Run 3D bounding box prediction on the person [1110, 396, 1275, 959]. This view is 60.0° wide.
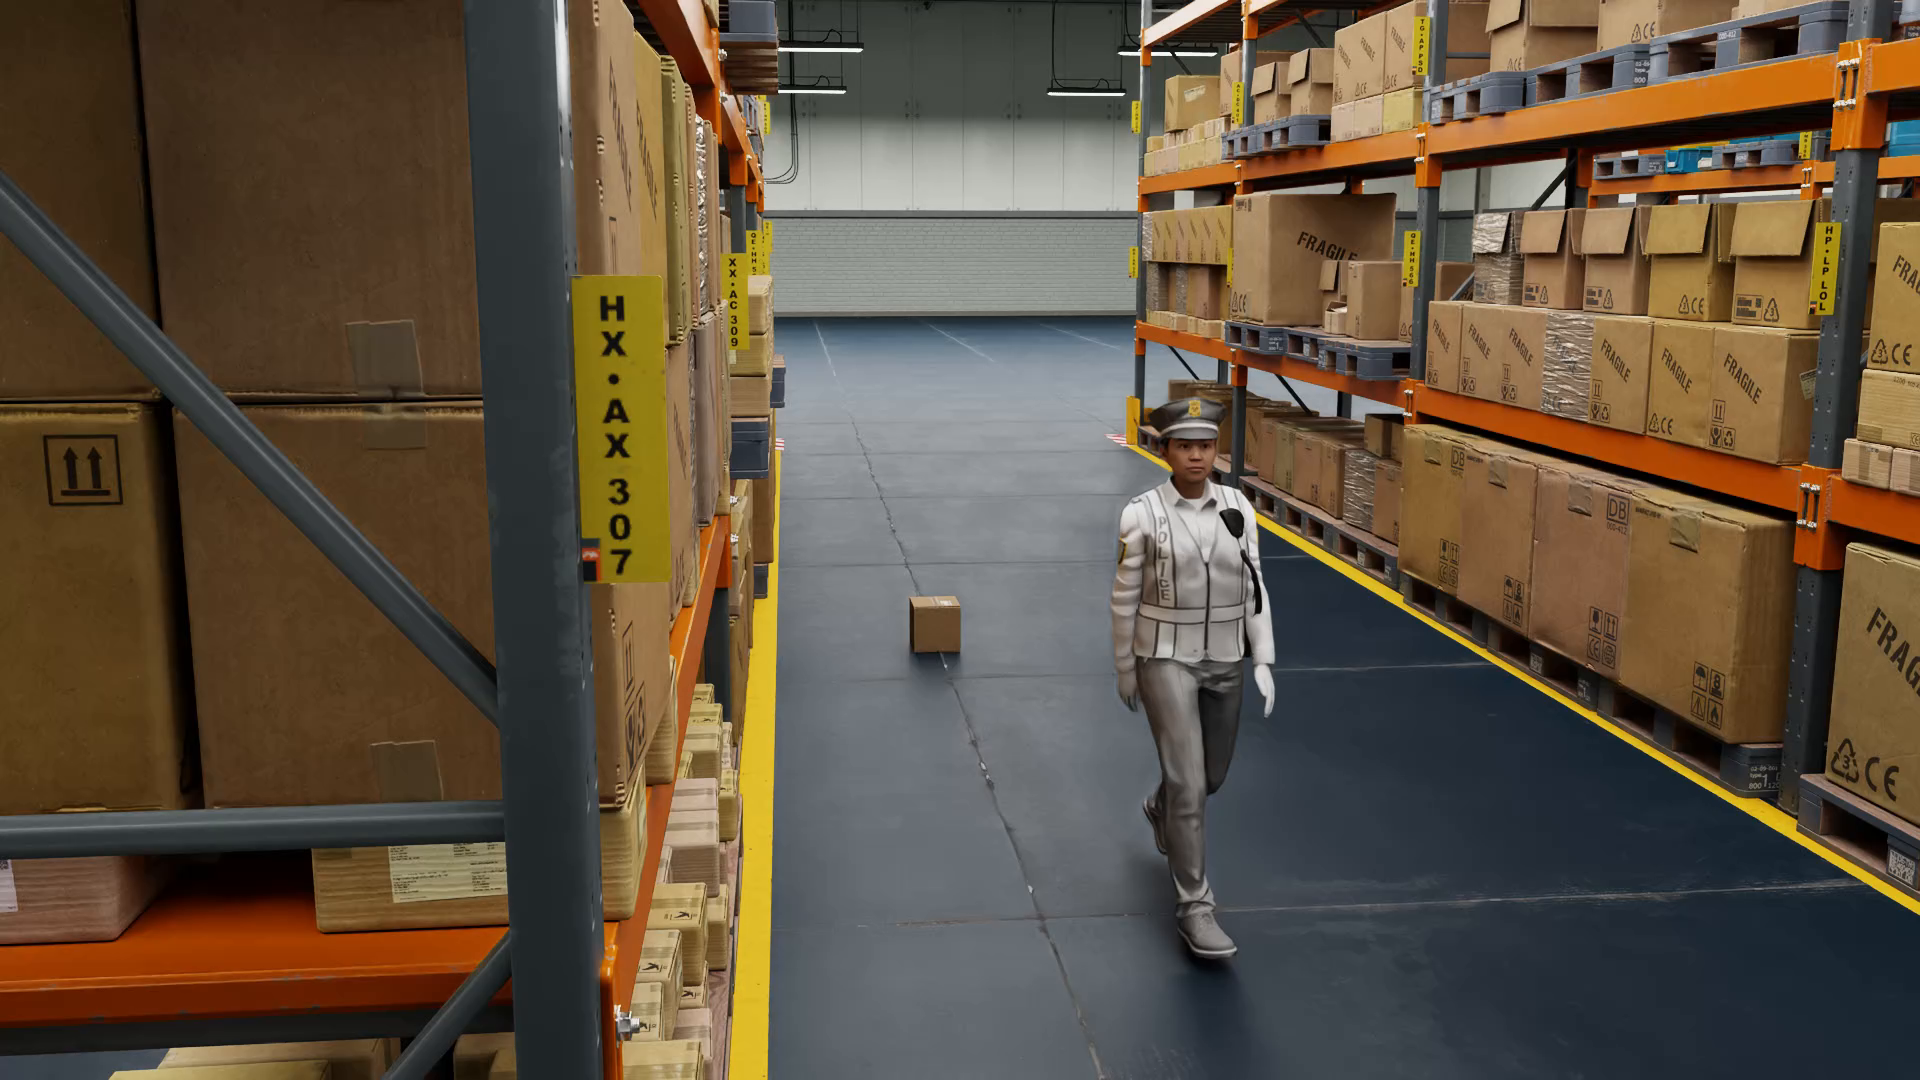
[{"bbox_3d":[0.721,0.365,5.223,0.477,1.645,0.949,-3,10,-15],"label":"person"}]
